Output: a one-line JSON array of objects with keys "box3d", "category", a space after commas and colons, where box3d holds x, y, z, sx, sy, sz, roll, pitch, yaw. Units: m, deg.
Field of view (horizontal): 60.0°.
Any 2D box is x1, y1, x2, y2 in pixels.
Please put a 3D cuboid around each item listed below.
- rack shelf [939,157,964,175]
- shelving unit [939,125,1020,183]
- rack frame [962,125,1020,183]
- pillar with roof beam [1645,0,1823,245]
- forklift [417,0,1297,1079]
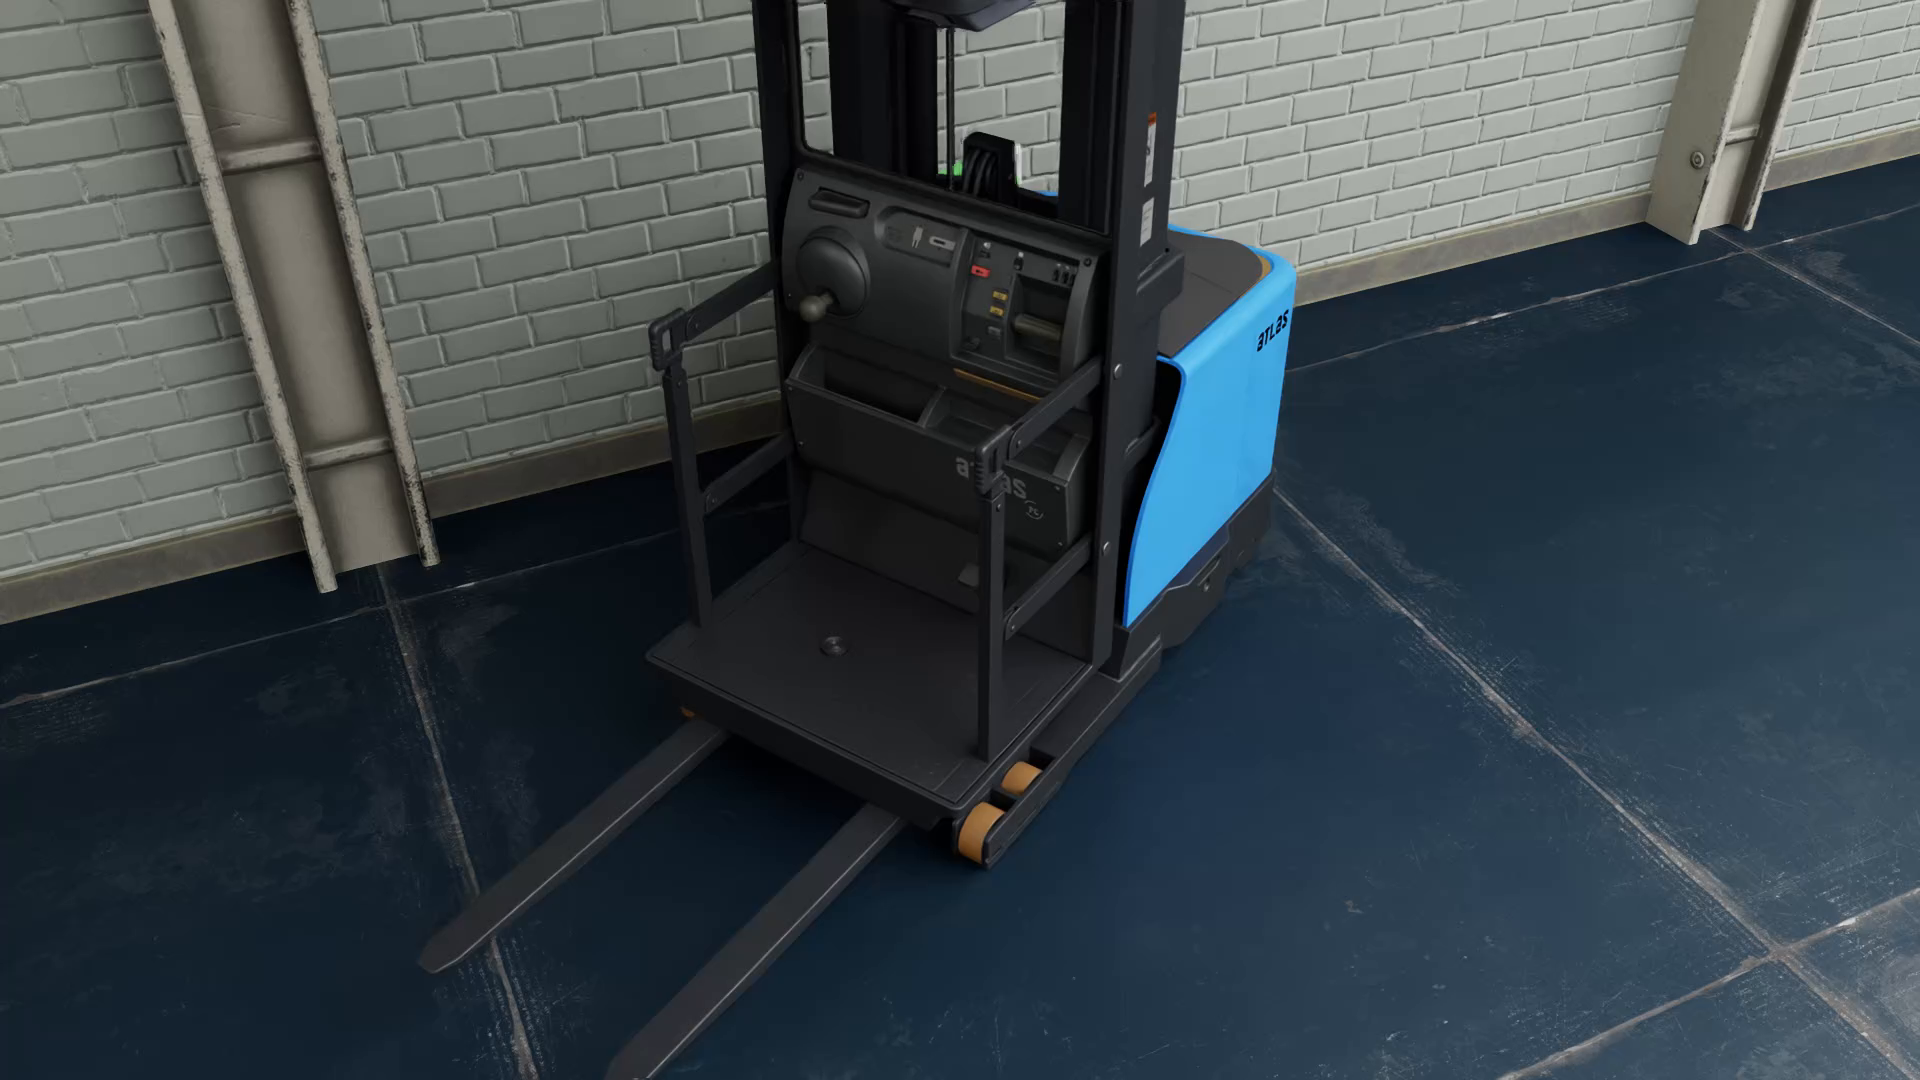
[{"box3d": [-0.054, -1.096, 5.523, 0.258, 0.148, 0.480, 27, 44, 31], "category": "rack shelf"}, {"box3d": [-0.054, -0.762, 5.770, 0.258, 1.200, 0.503, 27, 44, 31], "category": "shelving unit"}, {"box3d": [0.104, -0.873, 5.920, 0.240, 1.200, 0.015, 27, 44, 31], "category": "rack frame"}, {"box3d": [5.253, -2.767, 1.926, 0.400, 9.000, 9.100, -16, 39, -20], "category": "pillar with roof beam"}, {"box3d": [-0.187, -0.616, 4.120, 1.130, 2.935, 3.031, 22, 42, 27], "category": "forklift"}]
